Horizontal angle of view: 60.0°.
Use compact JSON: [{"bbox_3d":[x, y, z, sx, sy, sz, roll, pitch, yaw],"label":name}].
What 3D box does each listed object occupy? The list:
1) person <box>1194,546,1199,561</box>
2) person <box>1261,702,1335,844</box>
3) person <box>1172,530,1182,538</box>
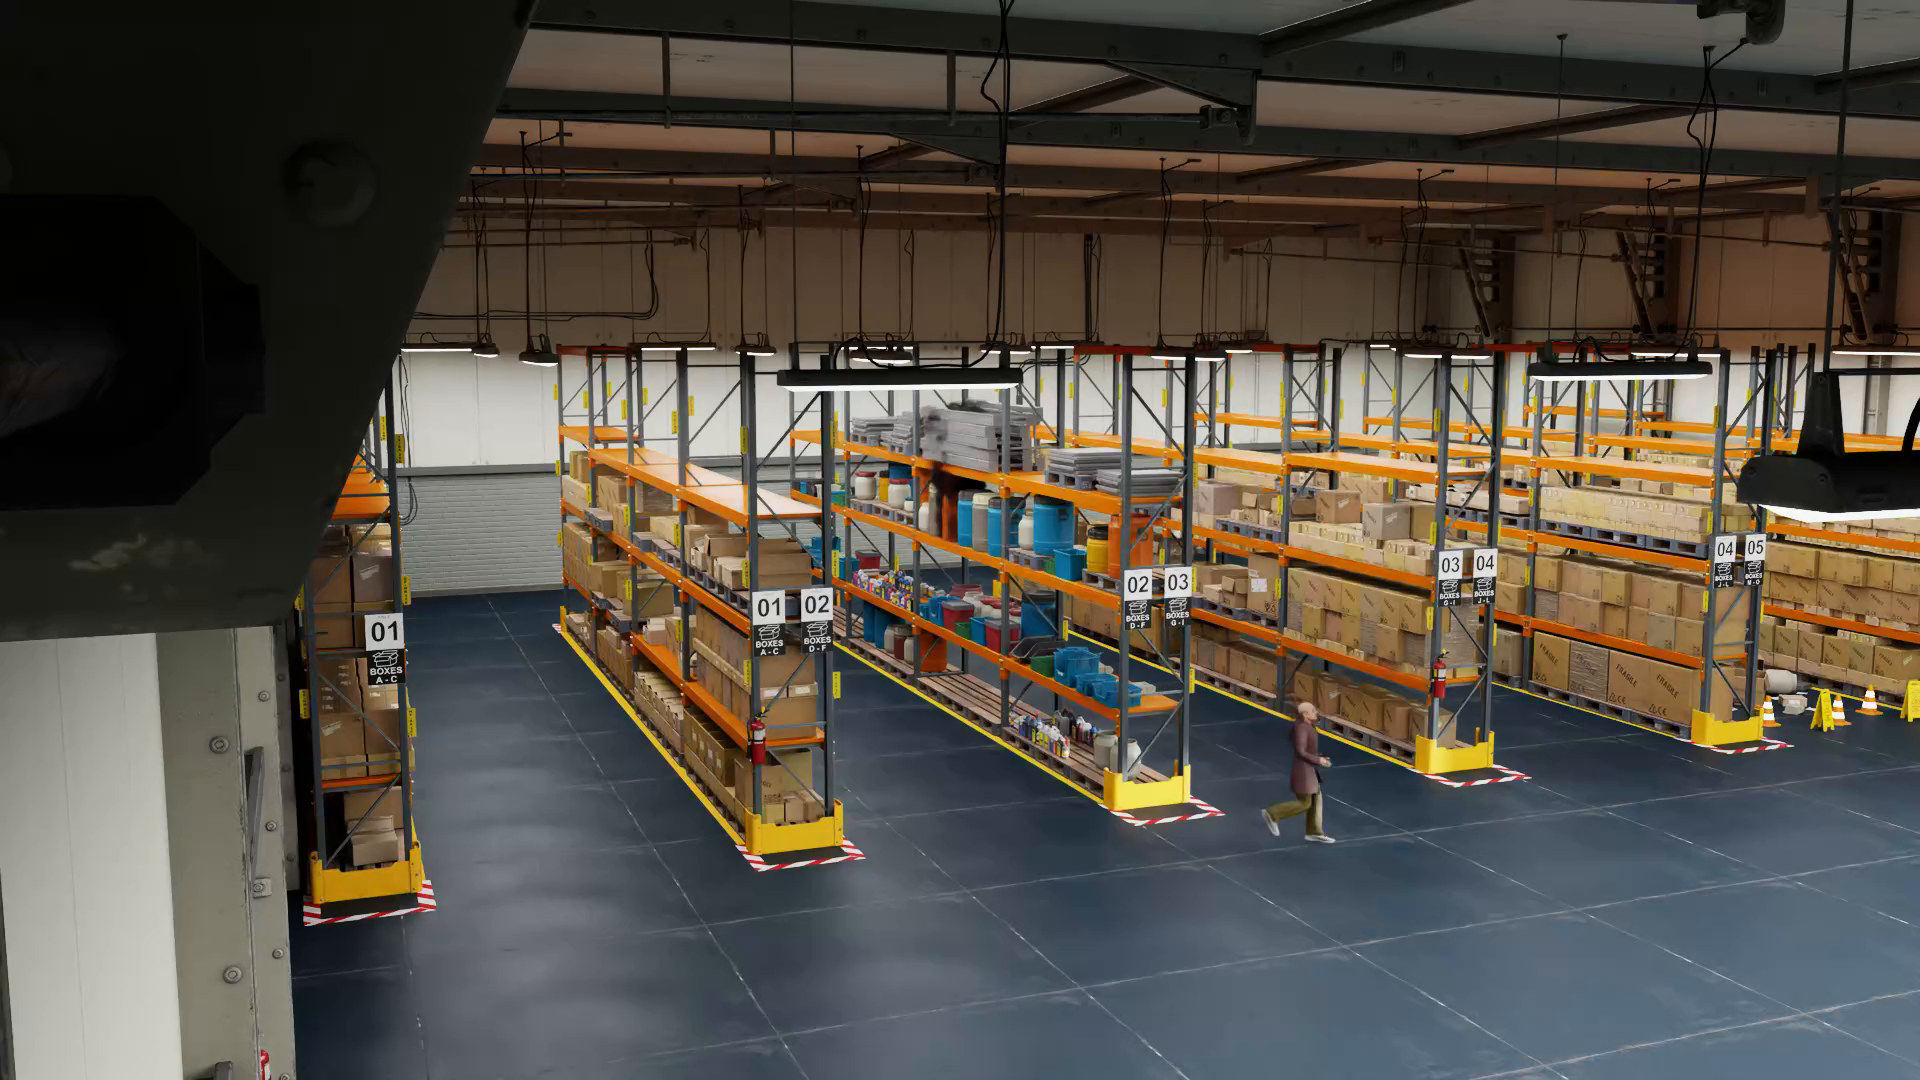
[{"bbox_3d":[5.786,0.283,41.418,0.536,1.613,0.625,-2,8,-16],"label":"person"},{"bbox_3d":[4.193,2.869,20.552,0.914,1.777,0.718,1,7,10],"label":"person"},{"bbox_3d":[5.538,0.181,41.683,0.591,1.753,0.679,-5,9,-34],"label":"person"}]
